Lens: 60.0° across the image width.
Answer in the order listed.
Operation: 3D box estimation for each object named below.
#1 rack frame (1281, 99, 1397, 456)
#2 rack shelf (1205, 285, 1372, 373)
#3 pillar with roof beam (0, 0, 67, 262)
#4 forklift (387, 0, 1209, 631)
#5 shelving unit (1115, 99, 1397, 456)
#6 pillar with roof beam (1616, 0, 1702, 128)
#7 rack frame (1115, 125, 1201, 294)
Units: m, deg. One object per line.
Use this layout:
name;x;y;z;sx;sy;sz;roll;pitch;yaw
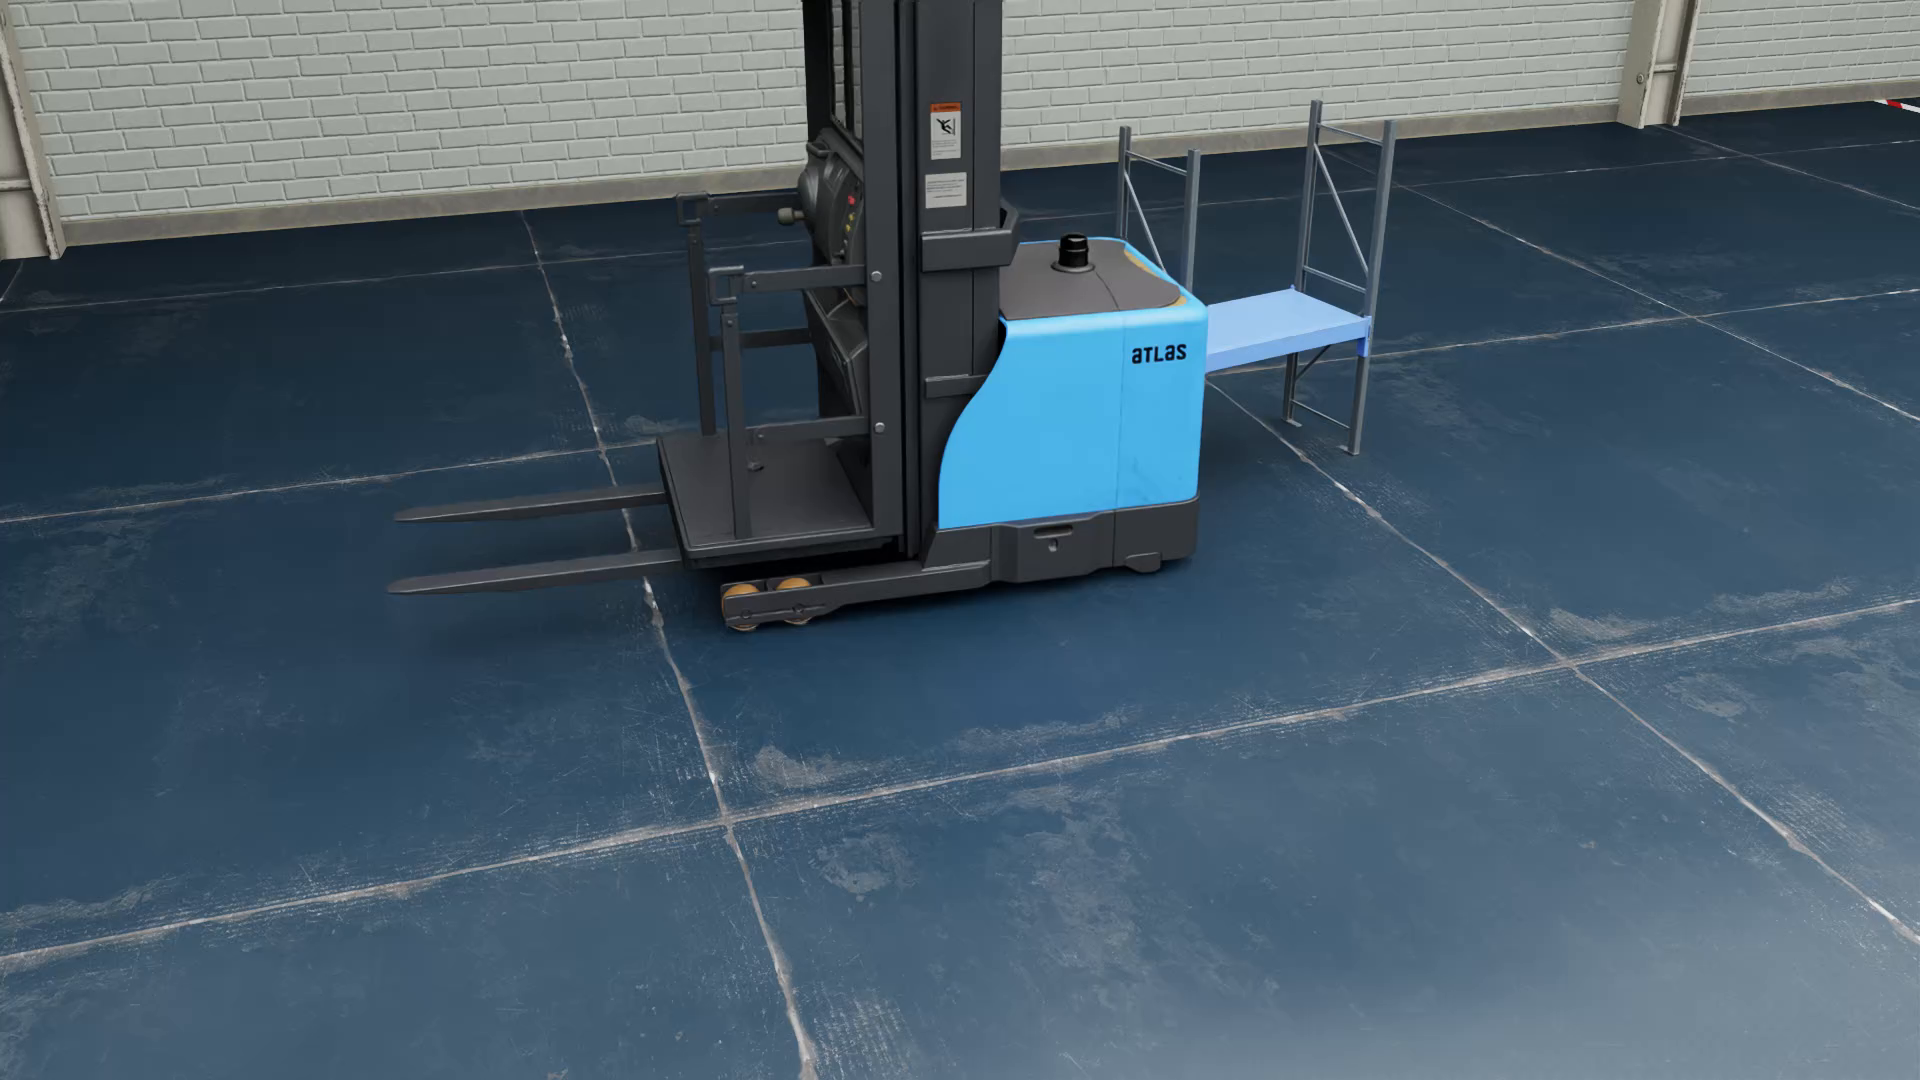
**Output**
rack frame;1.667;-1.150;7.381;0.032;1.500;0.500;-15;30;-27
rack shelf;1.228;-0.875;7.231;1.000;0.185;0.538;-15;30;-27
pillar with roof beam;-4.447;-3.981;4.649;0.400;9.000;9.100;-8;28;-16
forklift;-0.646;-1.241;5.955;3.031;2.935;1.130;-7;27;-13
shelving unit;1.228;-1.036;7.151;1.048;1.500;0.538;-15;30;-27
pillar with roof beam;6.963;-5.633;7.978;0.400;9.000;9.100;-8;28;-16
rack frame;0.789;-0.922;6.921;0.032;1.500;0.500;-15;30;-27
